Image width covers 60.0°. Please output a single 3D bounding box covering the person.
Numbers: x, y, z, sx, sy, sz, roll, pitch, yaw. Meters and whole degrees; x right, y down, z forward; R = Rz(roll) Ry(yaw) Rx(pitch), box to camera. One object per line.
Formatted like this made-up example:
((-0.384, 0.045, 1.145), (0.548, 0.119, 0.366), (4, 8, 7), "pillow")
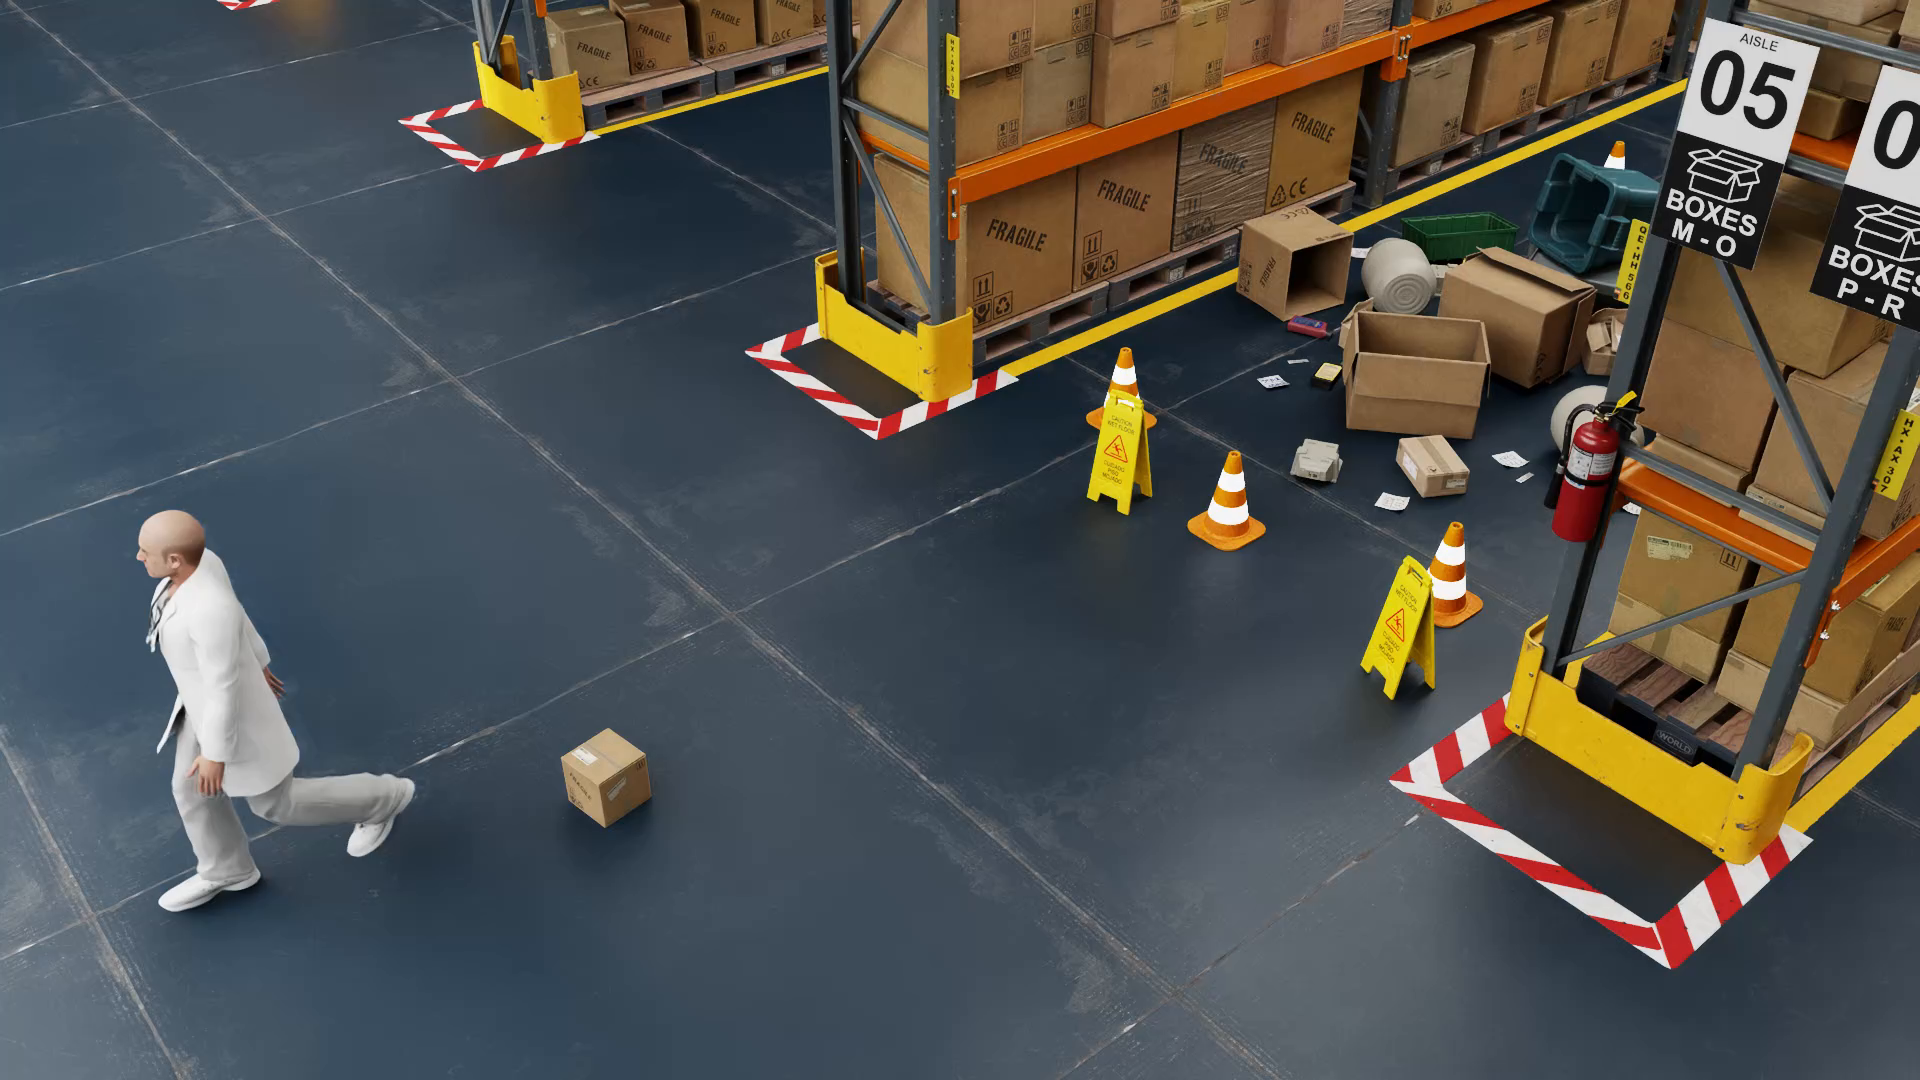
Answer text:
((-2.677, 0.619, 6.211), (1.009, 1.740, 0.605), (-21, 41, -27), "person")
